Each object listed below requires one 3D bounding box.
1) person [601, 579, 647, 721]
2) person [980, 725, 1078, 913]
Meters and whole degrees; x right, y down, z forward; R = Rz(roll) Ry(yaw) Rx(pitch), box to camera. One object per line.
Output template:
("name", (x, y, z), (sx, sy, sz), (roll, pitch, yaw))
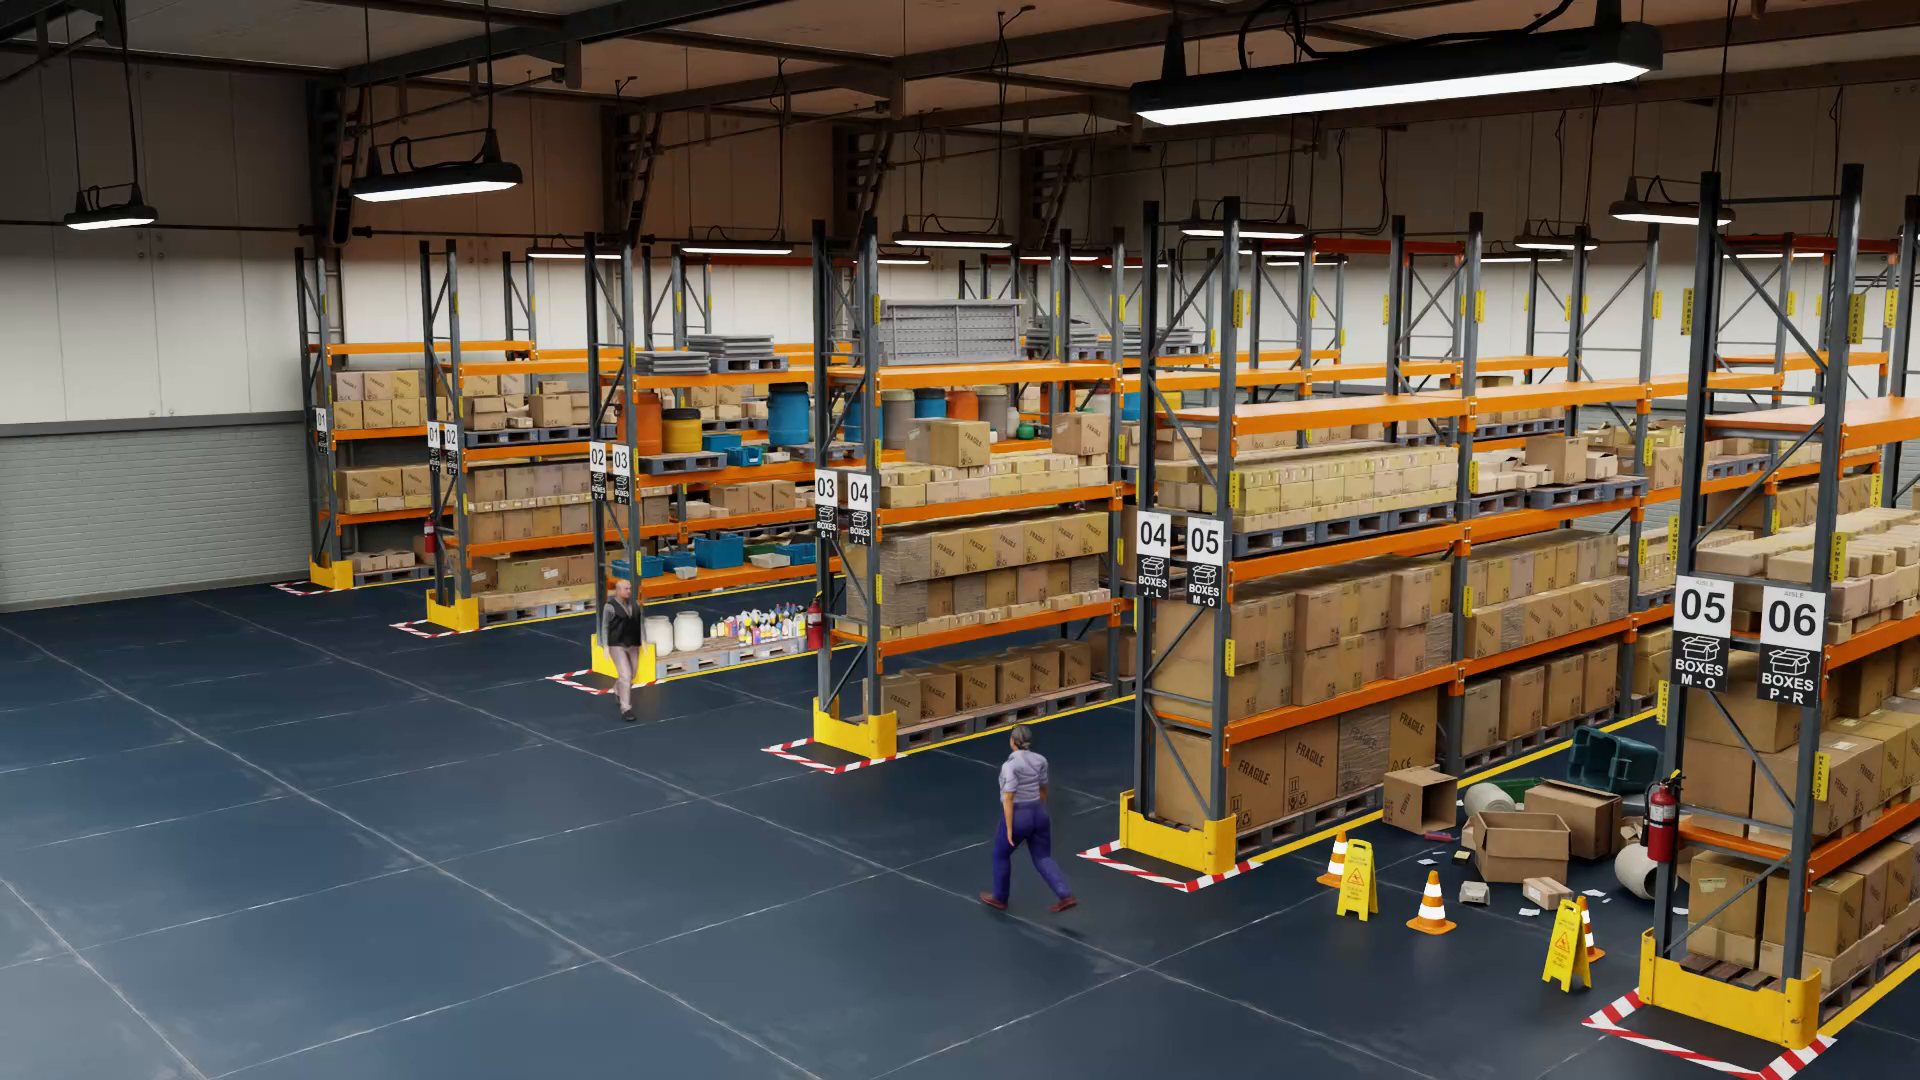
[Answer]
("person", (-4.178, 1.318, 20.675), (0.903, 1.682, 0.561), (7, 11, 40))
("person", (0.554, 2.350, 13.873), (0.481, 1.590, 0.962), (-7, 11, -39))
